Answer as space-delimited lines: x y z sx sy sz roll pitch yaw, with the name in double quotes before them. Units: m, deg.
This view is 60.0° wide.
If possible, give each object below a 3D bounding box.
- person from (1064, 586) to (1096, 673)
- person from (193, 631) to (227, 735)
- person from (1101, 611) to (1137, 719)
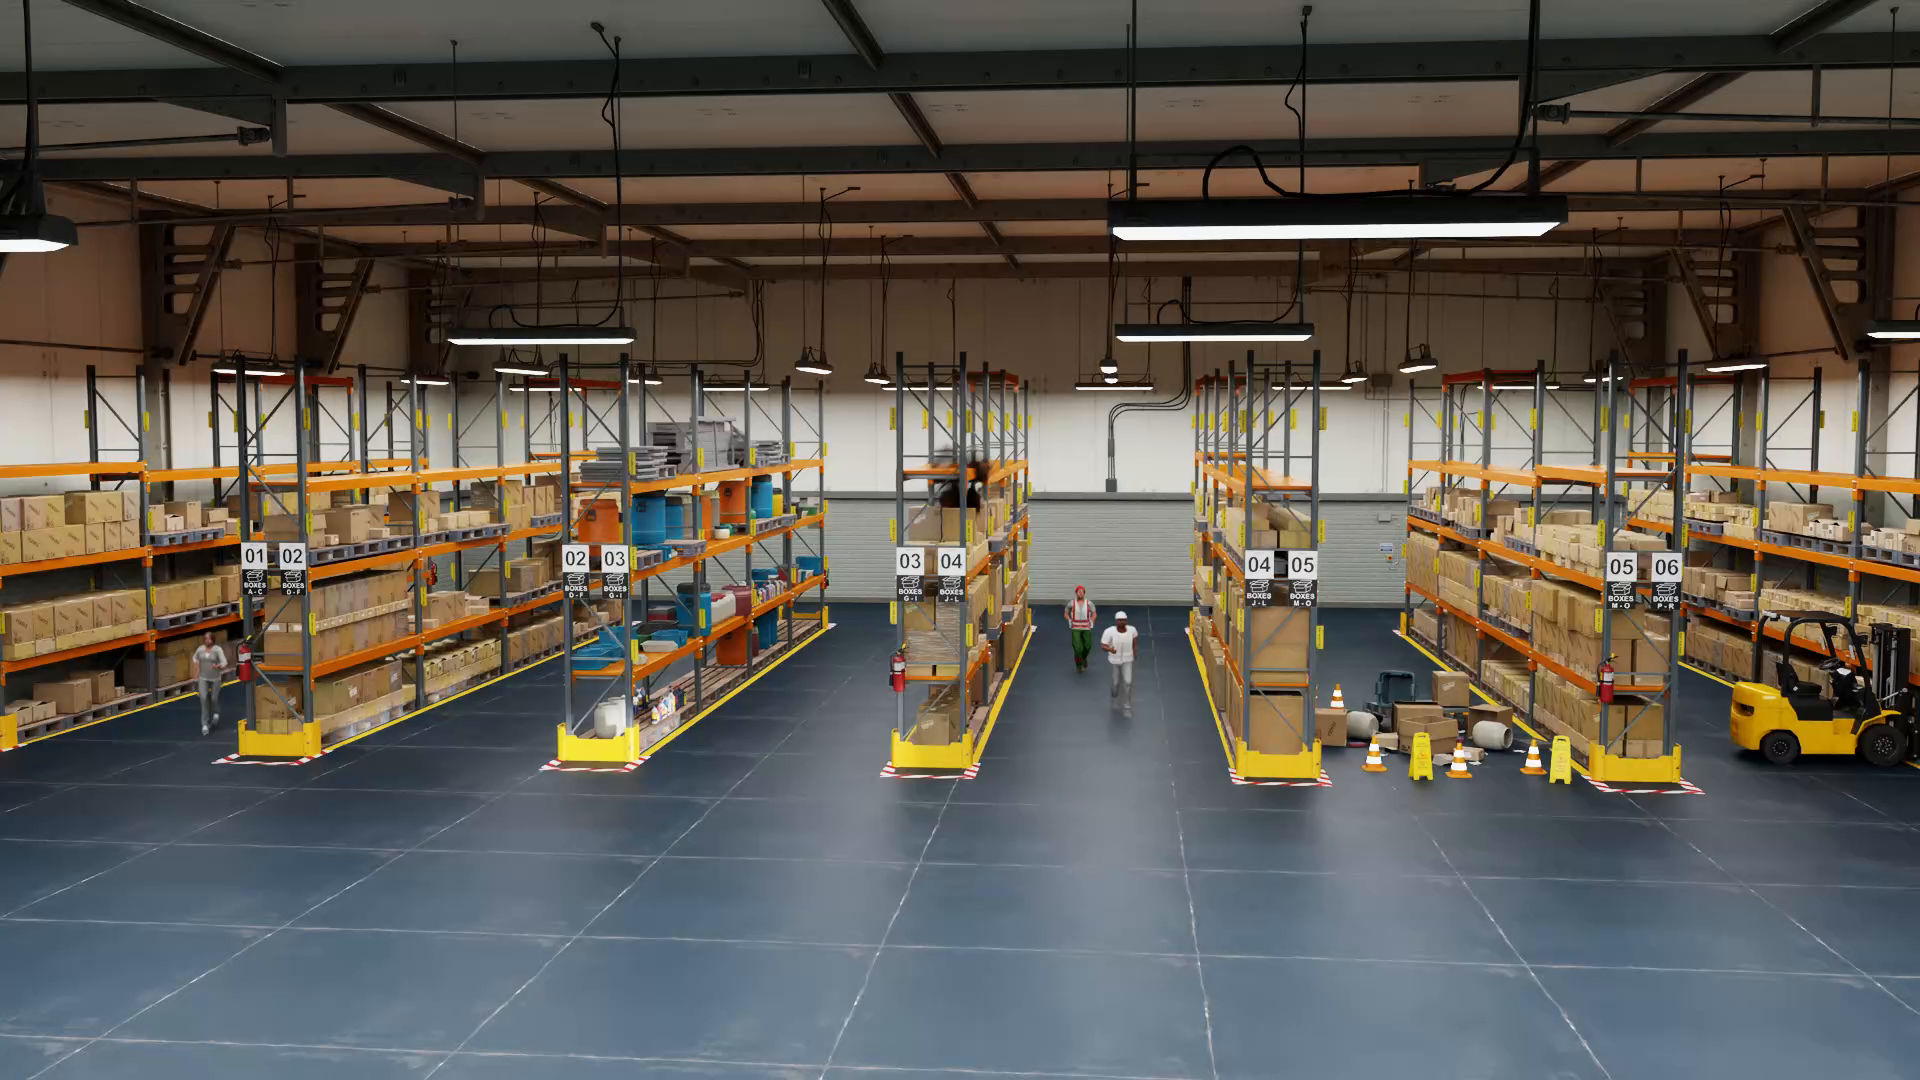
"person" 2.402 1.778 33.123 0.651 1.738 0.613 0 4 0
"person" -12.138 2.279 26.919 0.539 1.613 0.871 -1 4 -17
"person" 2.723 2.095 28.388 0.640 1.795 0.890 0 4 1
